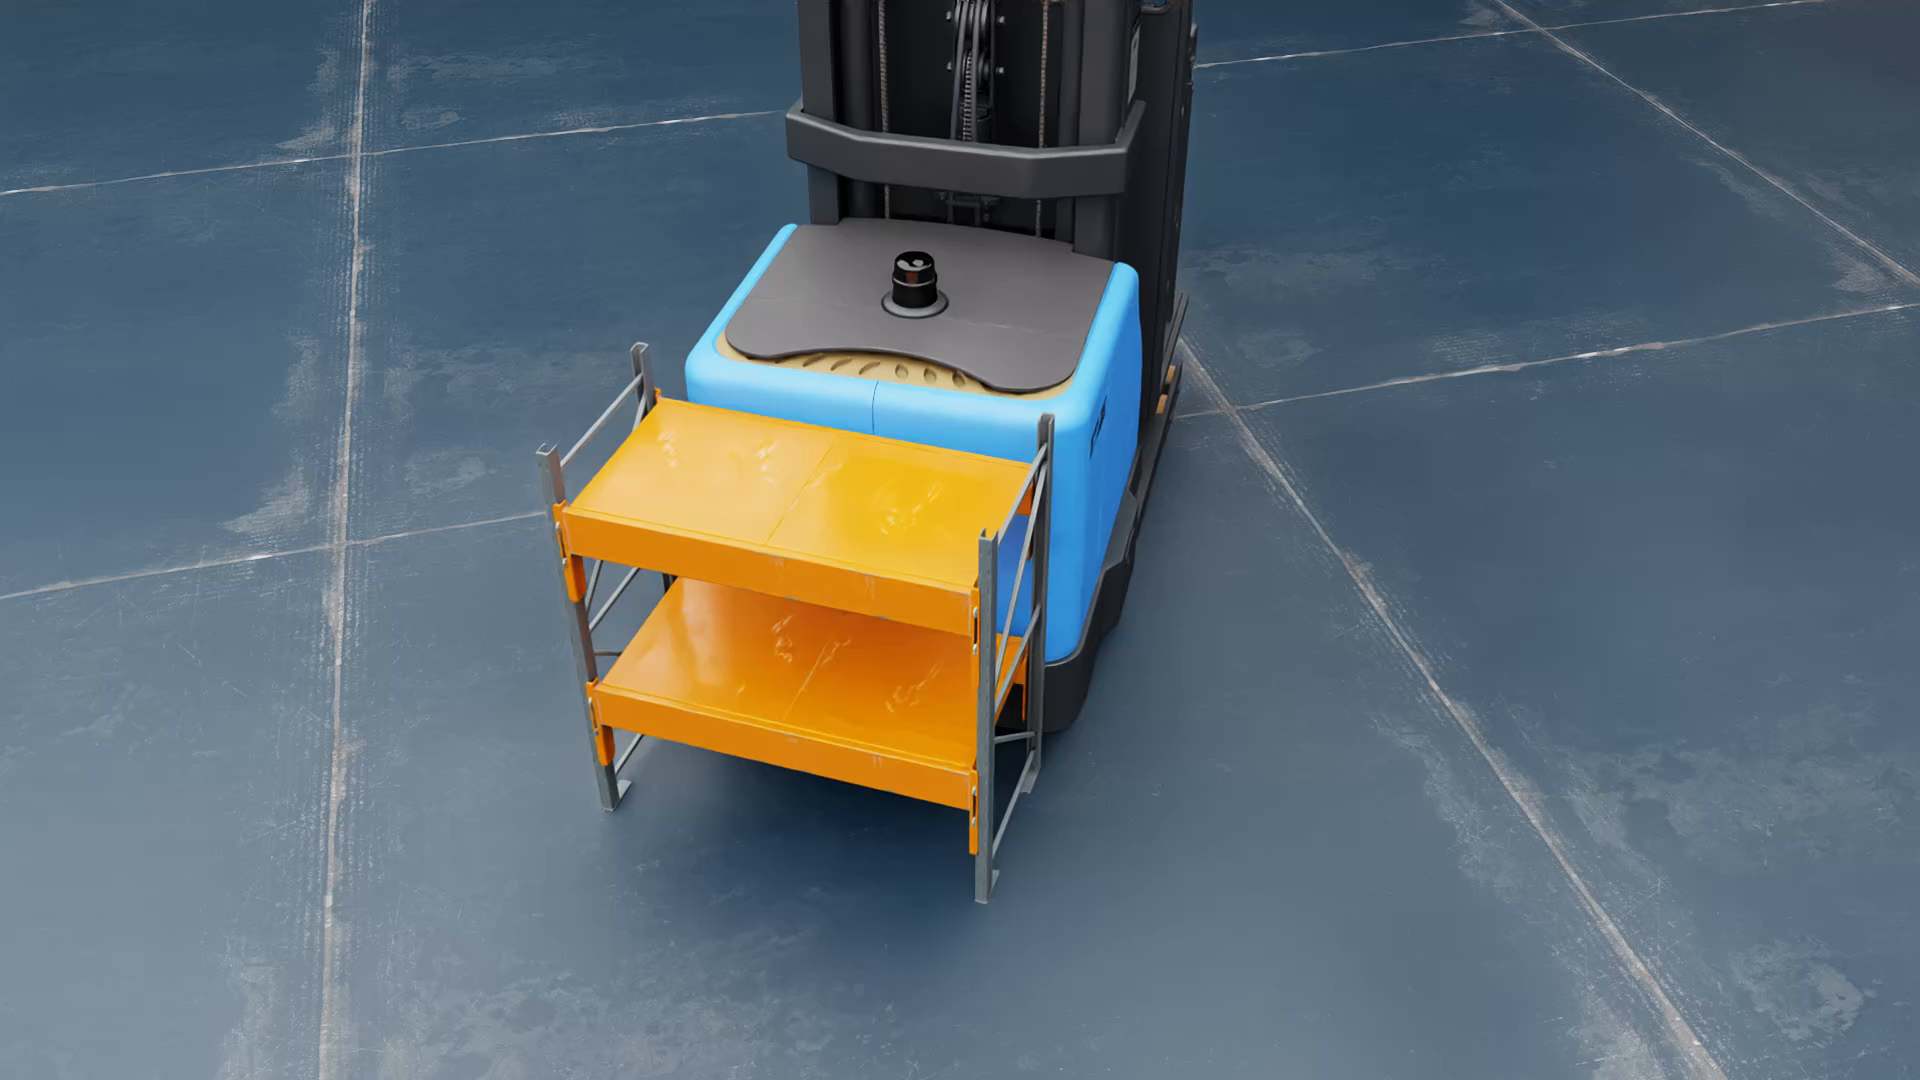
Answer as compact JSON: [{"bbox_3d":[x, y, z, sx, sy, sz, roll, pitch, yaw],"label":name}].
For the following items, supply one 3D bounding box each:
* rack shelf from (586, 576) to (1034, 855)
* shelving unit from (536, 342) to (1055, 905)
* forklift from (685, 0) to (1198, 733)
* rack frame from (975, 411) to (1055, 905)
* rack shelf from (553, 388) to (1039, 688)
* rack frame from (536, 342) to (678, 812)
[{"bbox_3d":[-0.358,0.402,4.201,1.000,0.278,0.538,11,39,14],"label":"rack shelf"},{"bbox_3d":[-0.358,0.208,4.053,1.048,1.125,0.538,11,39,14],"label":"shelving unit"},{"bbox_3d":[0.157,-1.546,4.858,1.130,2.935,3.031,9,38,11],"label":"forklift"},{"bbox_3d":[0.127,0.301,3.930,0.032,1.125,0.500,11,39,14],"label":"rack frame"},{"bbox_3d":[-0.358,-0.025,3.875,1.000,0.278,0.538,11,39,14],"label":"rack shelf"},{"bbox_3d":[-0.842,0.114,4.175,0.032,1.125,0.500,11,39,14],"label":"rack frame"}]
